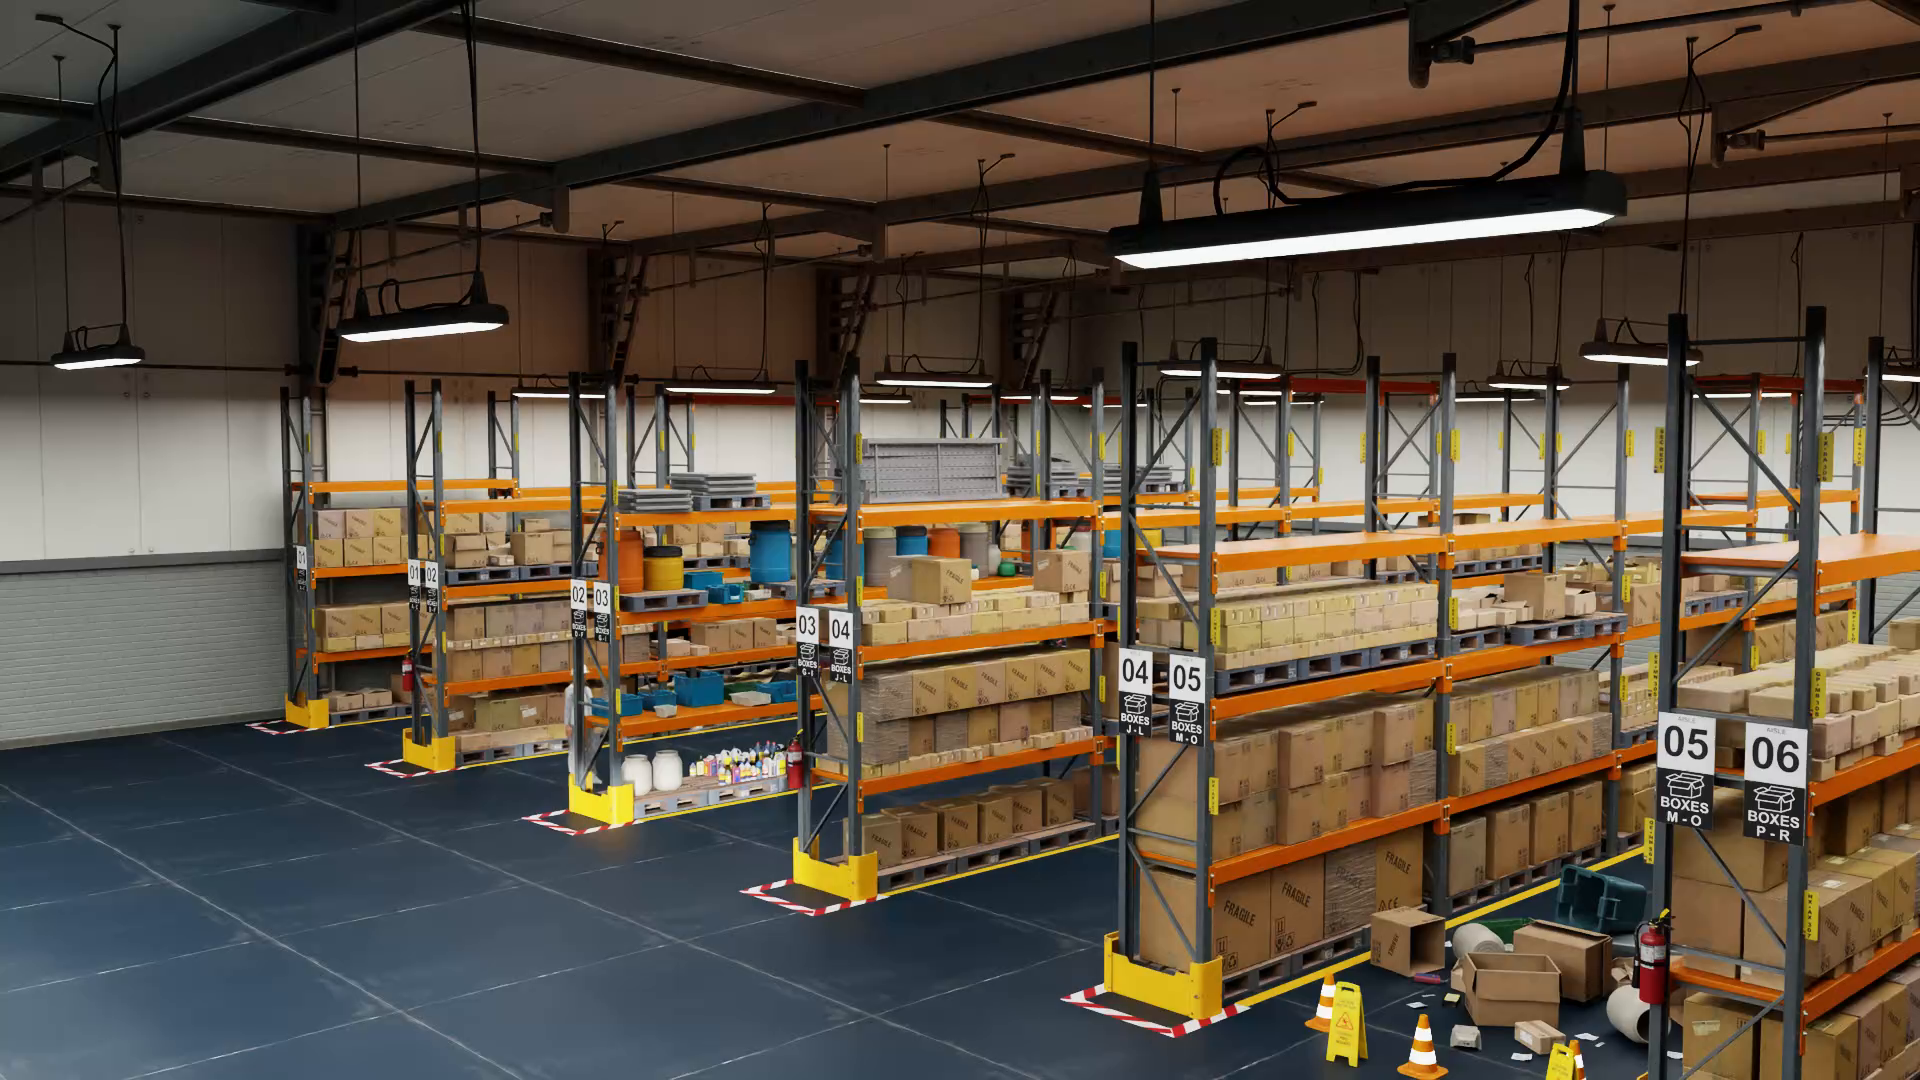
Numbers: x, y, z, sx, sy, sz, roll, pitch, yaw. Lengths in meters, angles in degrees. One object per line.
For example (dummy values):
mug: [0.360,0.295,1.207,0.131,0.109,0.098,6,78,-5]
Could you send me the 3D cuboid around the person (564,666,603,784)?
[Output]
person: [-5.577,2.735,24.479,0.447,1.806,0.588,2,4,27]
